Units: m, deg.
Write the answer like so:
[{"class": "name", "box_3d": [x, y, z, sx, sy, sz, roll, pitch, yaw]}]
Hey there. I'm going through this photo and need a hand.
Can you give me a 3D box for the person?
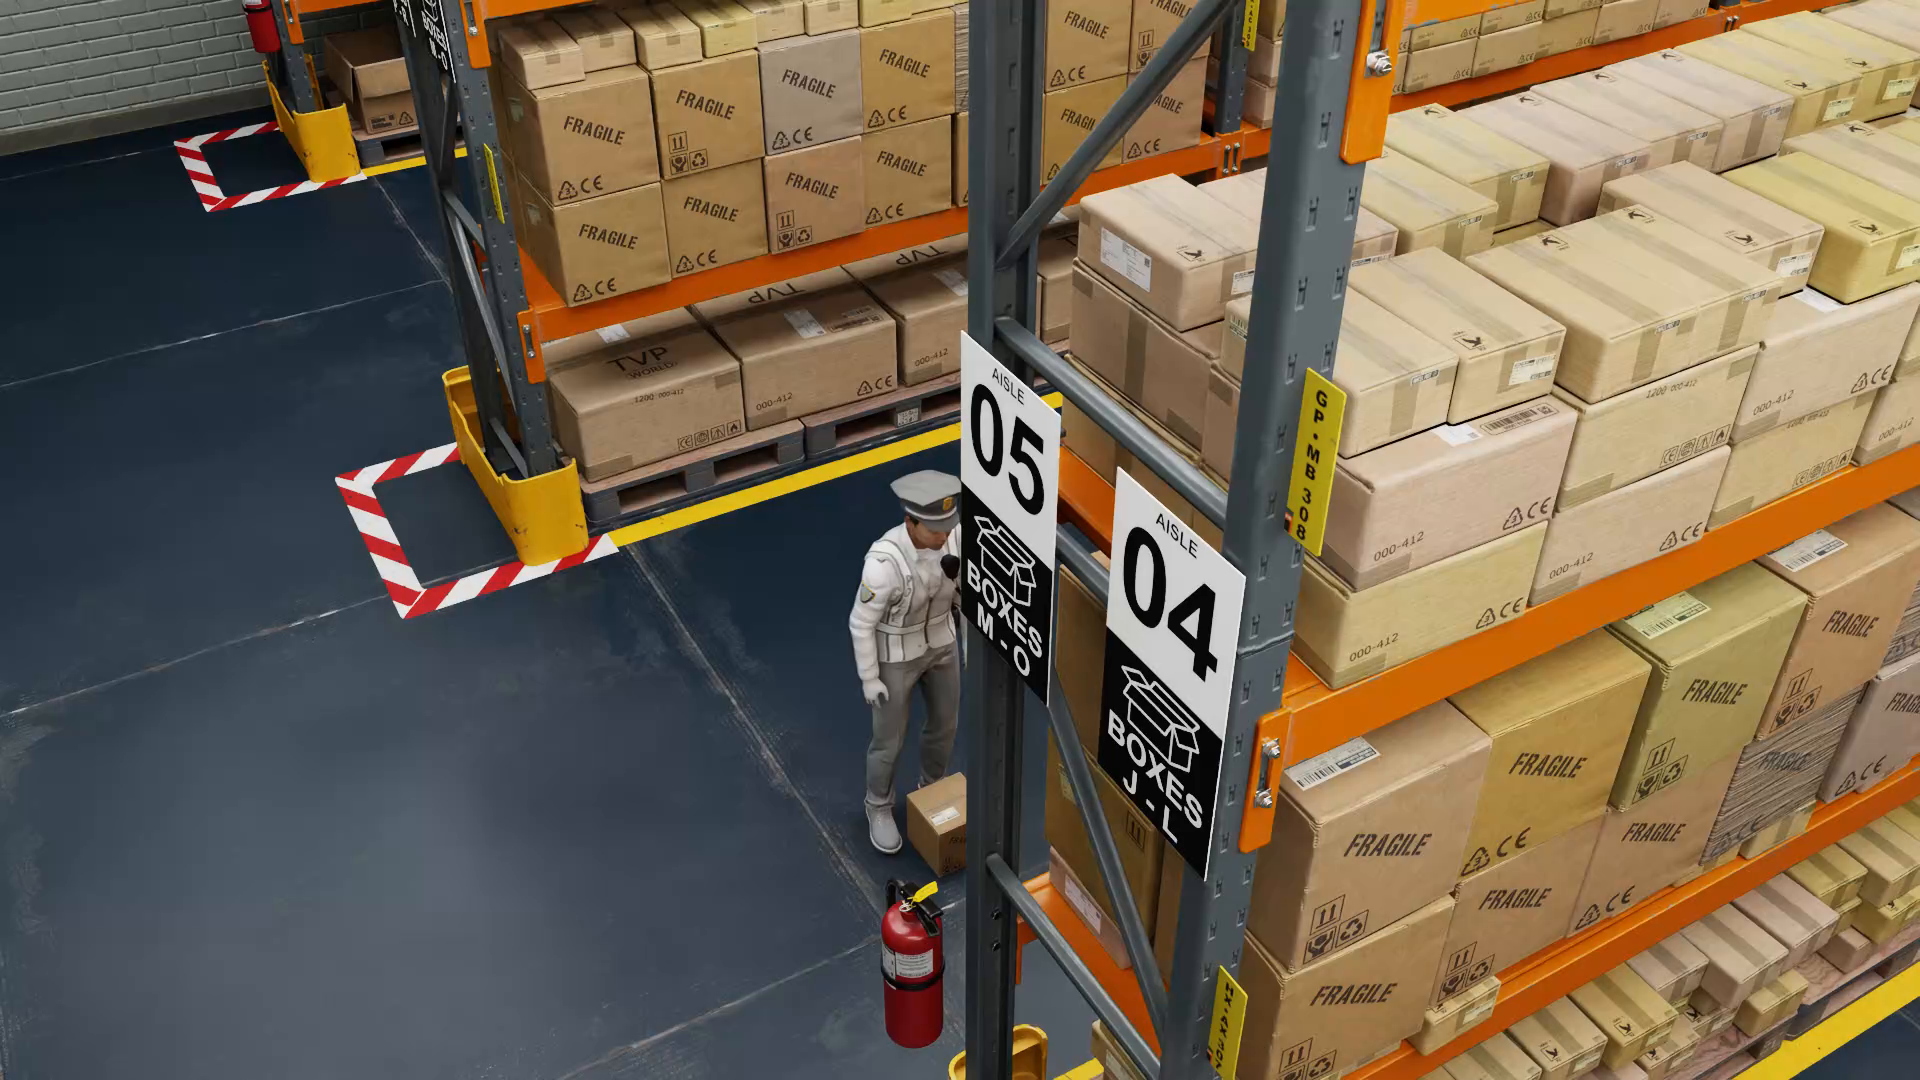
[{"class": "person", "box_3d": [-0.163, 0.439, 6.341, 0.544, 1.663, 0.376, -22, 42, -26]}]
